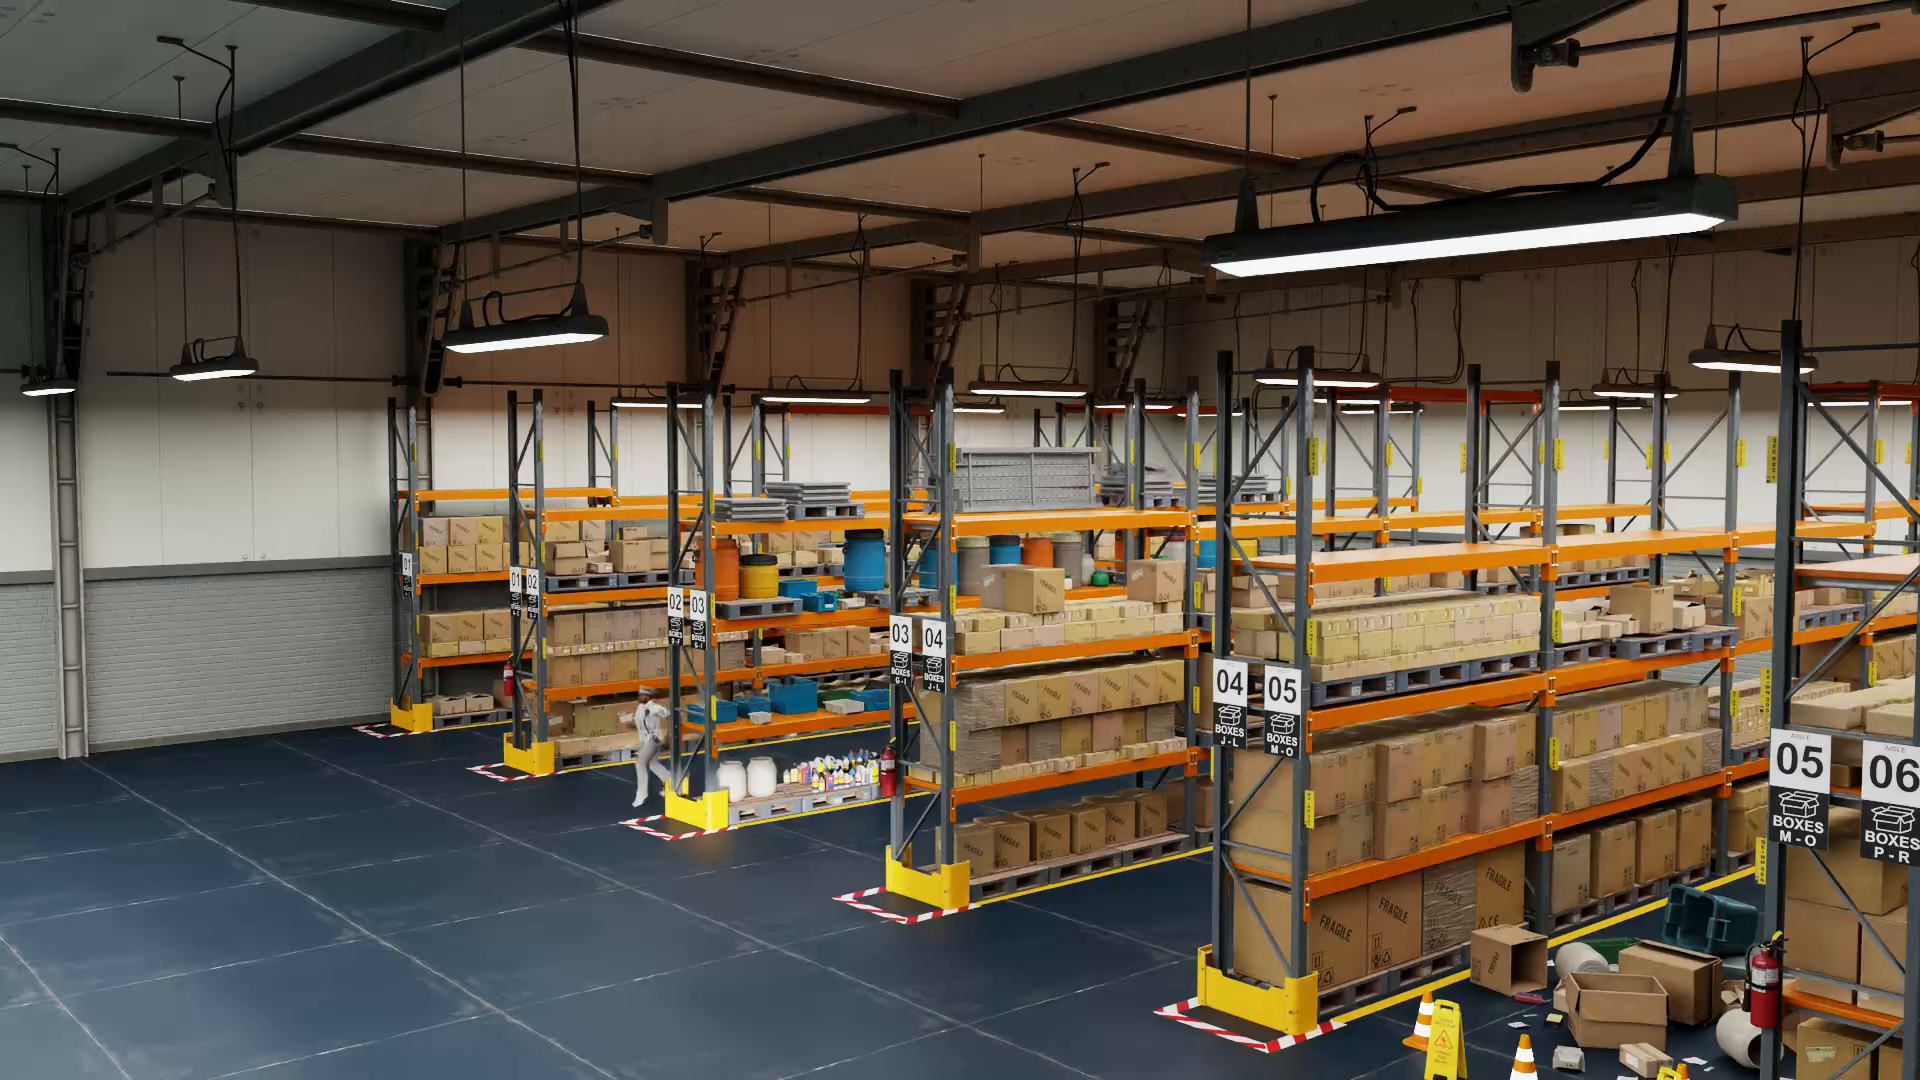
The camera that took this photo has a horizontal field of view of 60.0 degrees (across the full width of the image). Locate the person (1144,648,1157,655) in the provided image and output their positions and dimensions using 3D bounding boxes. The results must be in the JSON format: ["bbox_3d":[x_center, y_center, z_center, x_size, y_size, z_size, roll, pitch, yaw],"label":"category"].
[{"bbox_3d":[3.654,2.377,32.354,0.688,1.806,0.862,3,4,39],"label":"person"}]

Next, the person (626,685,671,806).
[{"bbox_3d":[-4.427,2.933,23.985,0.816,1.731,0.592,-3,4,-39],"label":"person"}]
